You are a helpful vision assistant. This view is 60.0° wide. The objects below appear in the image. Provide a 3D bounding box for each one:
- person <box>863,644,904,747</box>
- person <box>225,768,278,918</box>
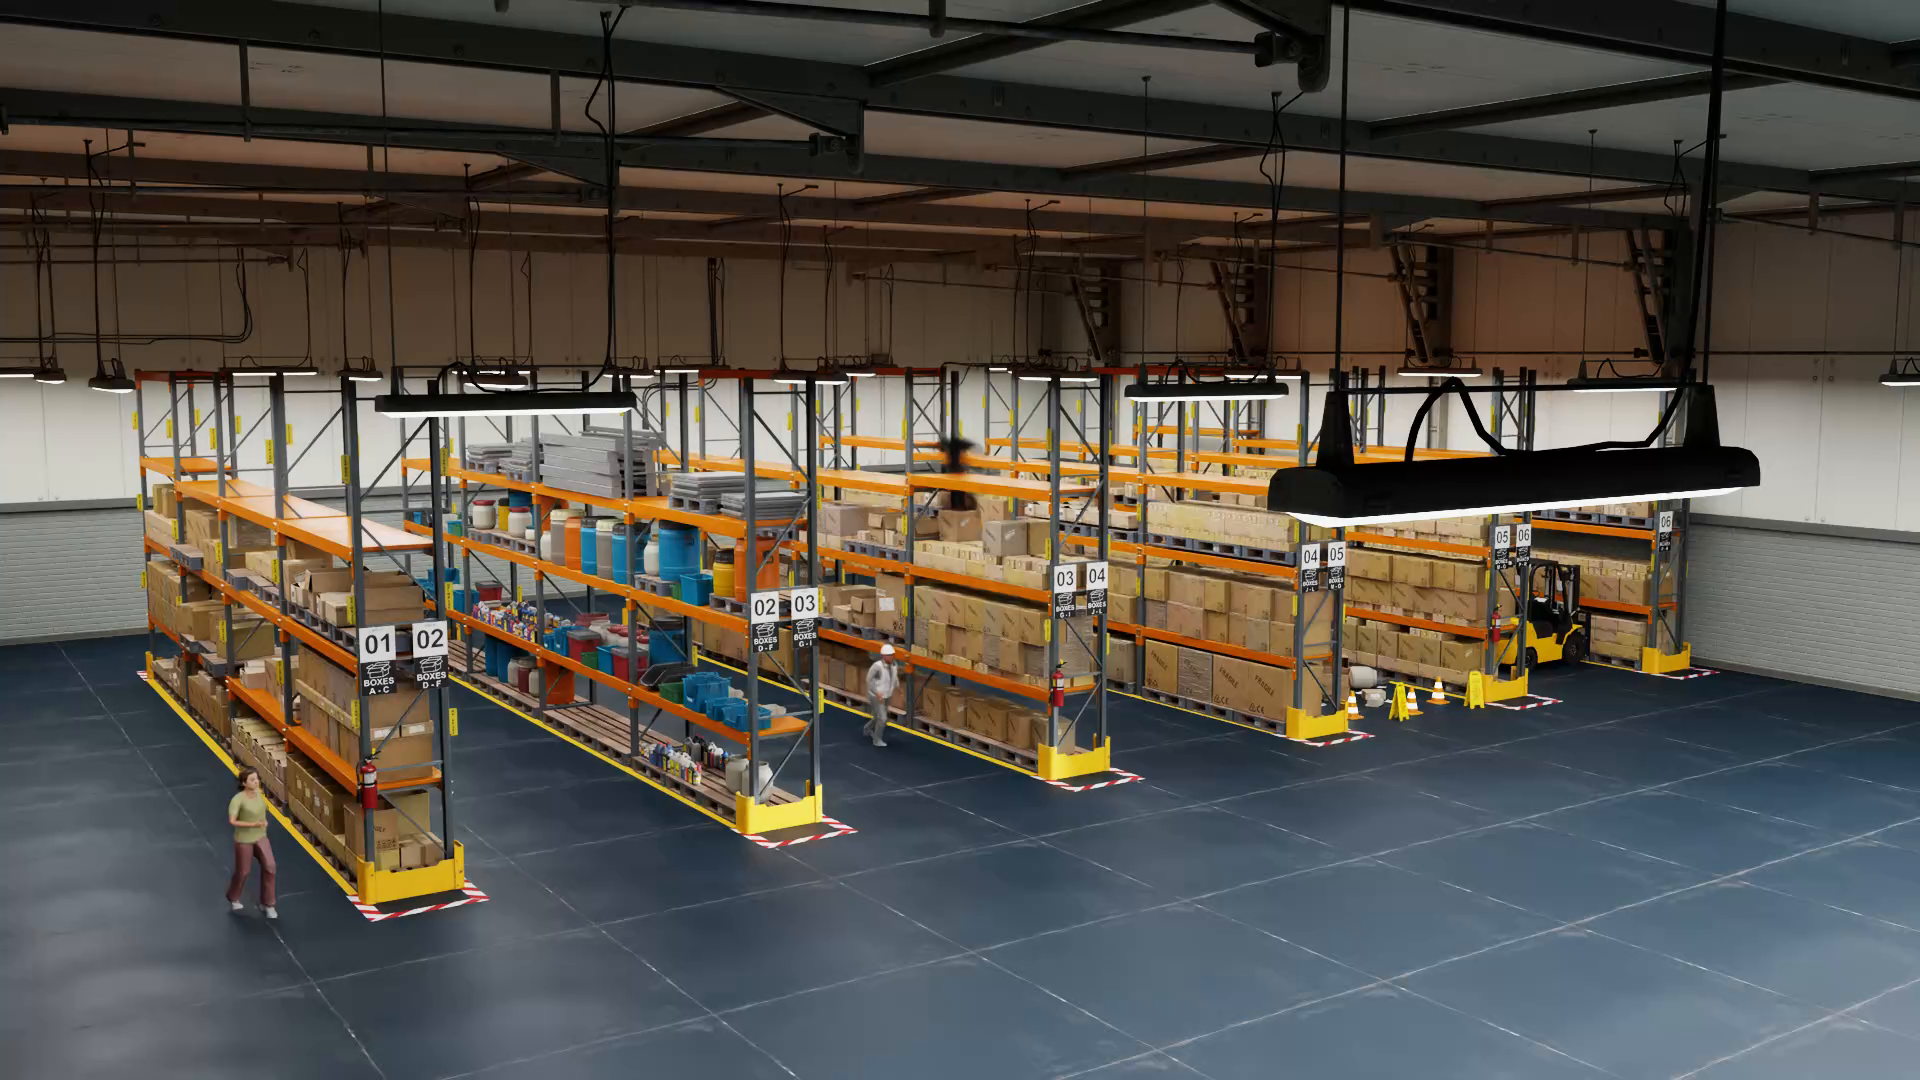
[{"bbox_3d":[-1.309,2.476,26.791,0.846,1.689,0.678,5,8,36],"label":"person"},{"bbox_3d":[-7.988,3.413,18.682,0.729,1.746,0.571,4,7,31],"label":"person"}]
